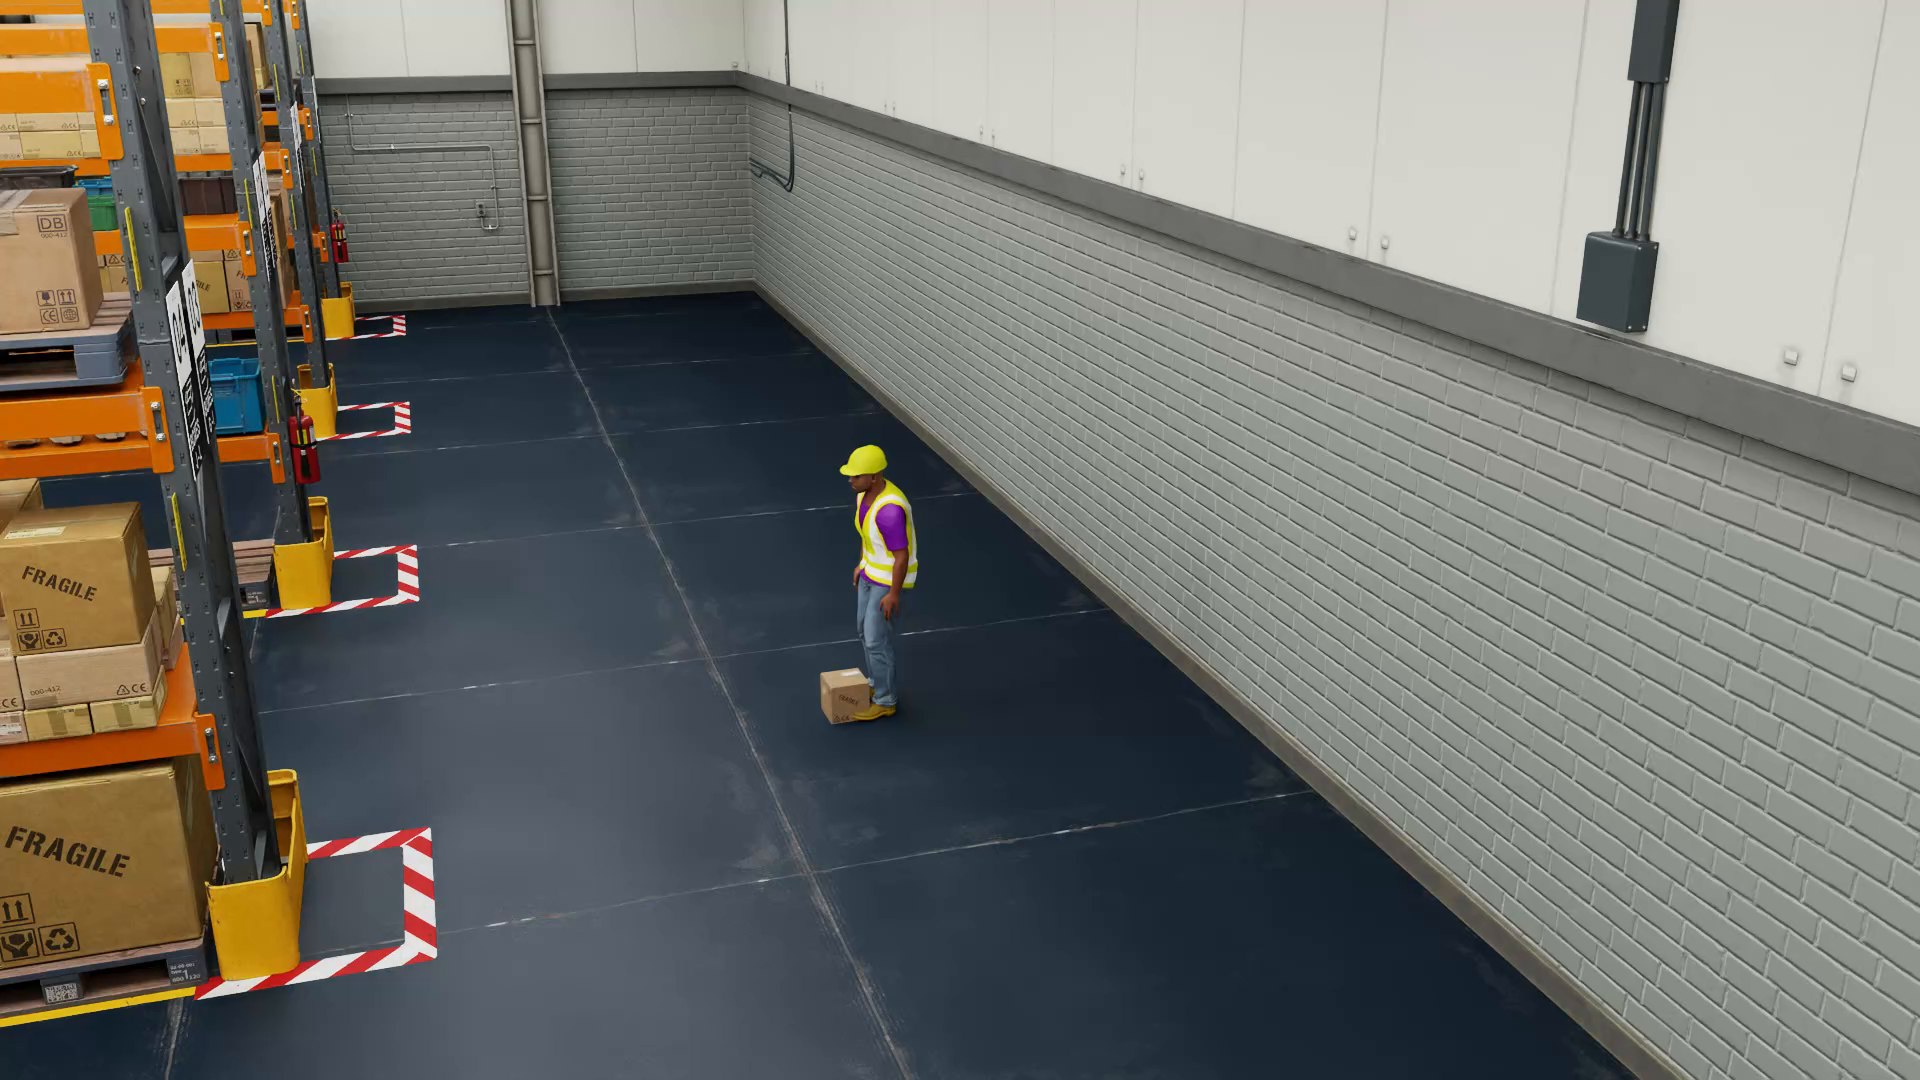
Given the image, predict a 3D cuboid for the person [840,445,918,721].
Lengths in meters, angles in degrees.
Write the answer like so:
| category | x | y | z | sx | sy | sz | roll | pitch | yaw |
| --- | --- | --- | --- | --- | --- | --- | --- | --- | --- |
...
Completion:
| category | x | y | z | sx | sy | sz | roll | pitch | yaw |
| --- | --- | --- | --- | --- | --- | --- | --- | --- | --- |
| person | -0.511 | 0.248 | 10.325 | 0.460 | 1.759 | 0.629 | -7 | 20 | -20 |
